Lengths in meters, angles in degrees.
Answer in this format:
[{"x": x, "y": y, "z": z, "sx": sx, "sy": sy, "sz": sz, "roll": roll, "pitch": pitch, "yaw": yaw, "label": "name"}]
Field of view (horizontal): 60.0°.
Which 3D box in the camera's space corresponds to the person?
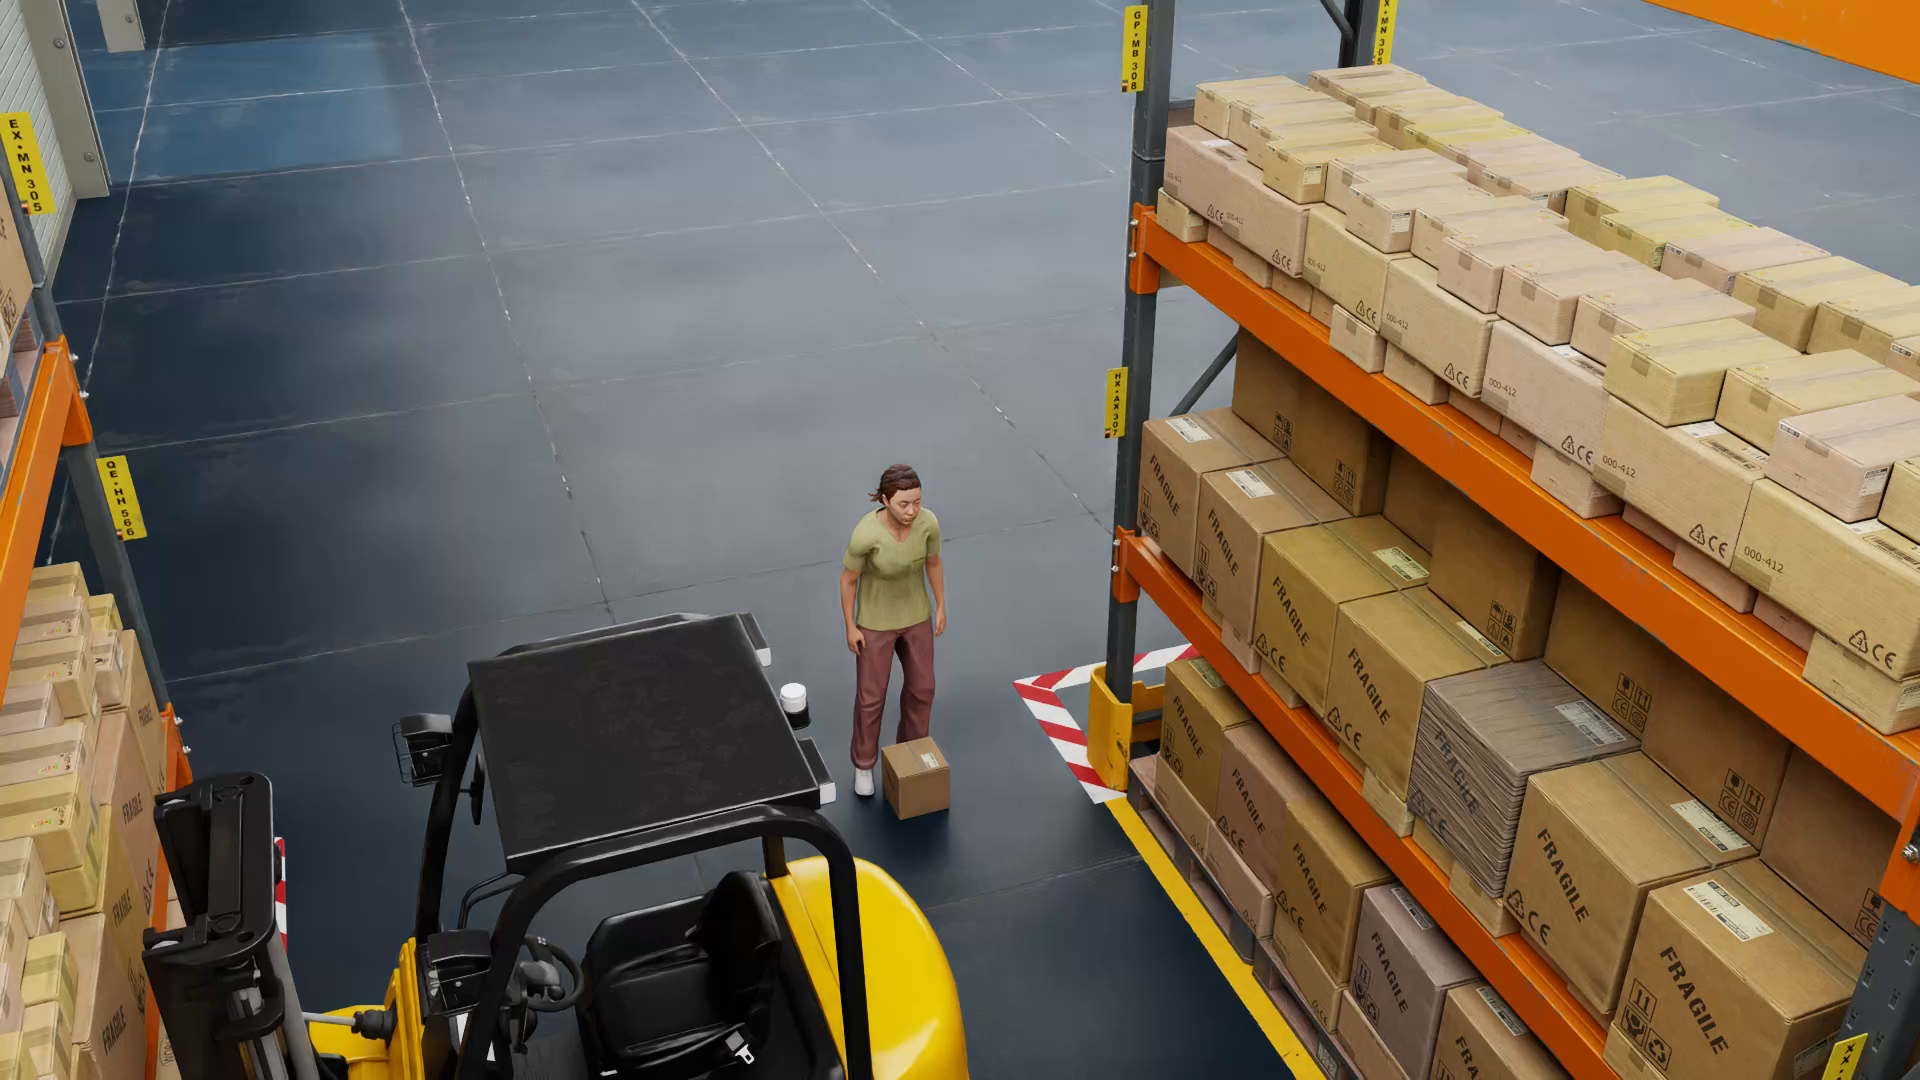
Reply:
[{"x": -0.297, "y": 0.387, "z": 7.670, "sx": 0.521, "sy": 1.672, "sz": 0.353, "roll": -12, "pitch": 32, "yaw": -20, "label": "person"}]
